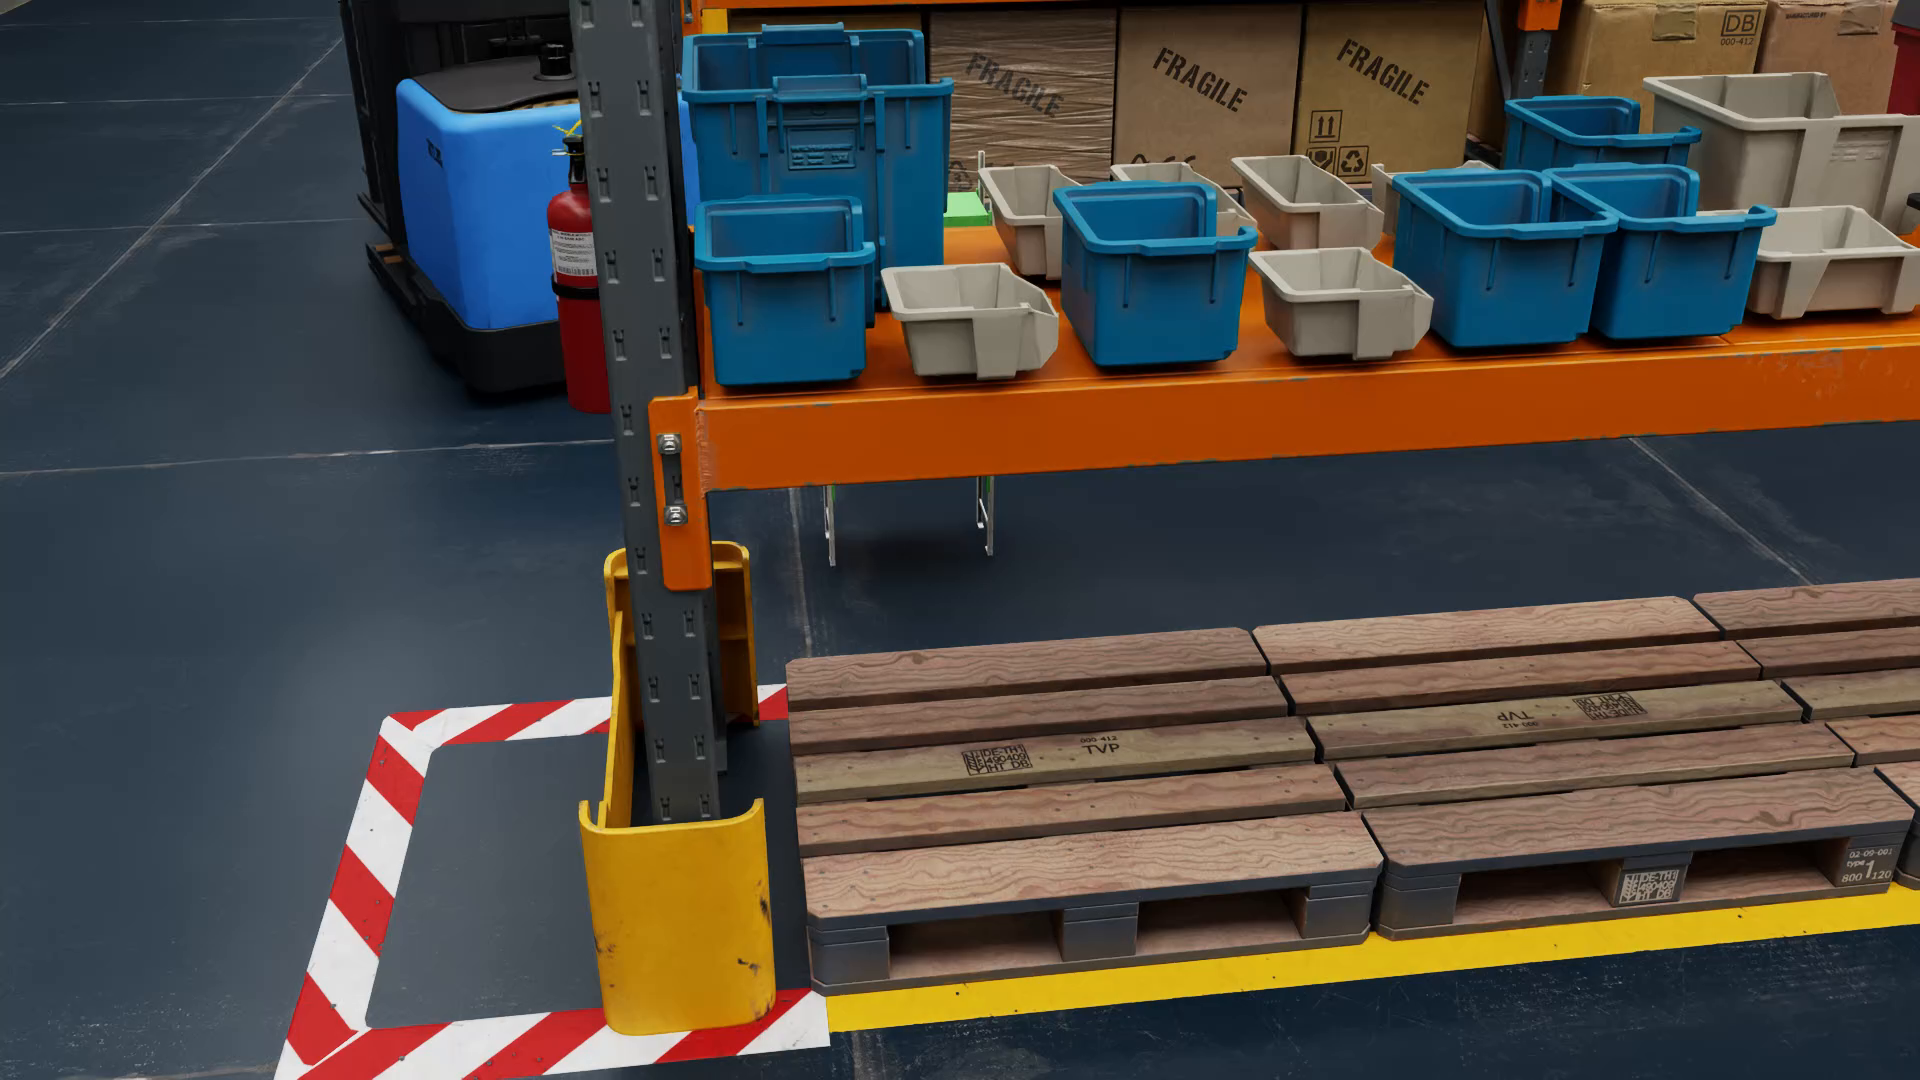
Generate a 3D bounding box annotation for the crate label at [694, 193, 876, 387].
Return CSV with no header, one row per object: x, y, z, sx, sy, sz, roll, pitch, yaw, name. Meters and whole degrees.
-0.309,-0.442,2.944,0.303,0.233,0.416,-4,27,-7,crate label

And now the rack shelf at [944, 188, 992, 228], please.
-0.164,-0.894,4.766,0.480,0.148,0.258,-4,27,-7,rack shelf

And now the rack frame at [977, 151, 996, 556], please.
0.078,-0.539,4.986,0.015,1.200,0.240,-4,27,-7,rack frame

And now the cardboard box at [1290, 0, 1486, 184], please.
2.007,-2.352,8.416,0.875,0.875,0.875,-4,27,-7,cardboard box

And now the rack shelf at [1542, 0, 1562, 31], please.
4.652,-2.924,8.450,4.000,0.370,1.077,-4,27,-7,rack shelf

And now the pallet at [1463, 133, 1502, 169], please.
3.425,-1.959,8.837,1.213,0.211,1.003,-4,27,-7,pallet

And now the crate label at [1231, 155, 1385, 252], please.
0.744,-0.707,3.565,0.243,0.136,0.396,-4,27,-7,crate label

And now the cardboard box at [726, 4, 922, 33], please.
-0.667,-2.181,8.081,0.875,0.875,0.875,-4,27,-7,cardboard box

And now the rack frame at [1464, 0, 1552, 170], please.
2.671,-3.117,8.038,0.127,3.000,1.000,-4,27,-7,rack frame

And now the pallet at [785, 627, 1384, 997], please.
0.223,0.583,3.883,1.213,0.211,1.003,-4,27,-7,pallet

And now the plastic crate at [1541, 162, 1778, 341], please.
1.292,-0.545,3.144,0.300,0.233,0.416,-4,27,-7,plastic crate

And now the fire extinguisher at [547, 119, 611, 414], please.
-0.812,-0.619,3.663,0.183,0.674,0.296,-4,27,-7,fire extinguisher

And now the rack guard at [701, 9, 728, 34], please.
-1.805,-4.003,12.505,0.348,0.500,1.175,-4,27,-7,rack guard

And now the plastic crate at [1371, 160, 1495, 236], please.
1.035,-0.734,3.618,0.250,0.136,0.298,-4,27,-7,plastic crate

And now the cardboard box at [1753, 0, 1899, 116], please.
4.187,-2.465,8.636,0.875,0.875,1.225,-5,28,-9,cardboard box

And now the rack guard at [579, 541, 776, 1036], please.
-0.621,0.496,3.735,0.348,0.500,1.175,-4,27,-7,rack guard

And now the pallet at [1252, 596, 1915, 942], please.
1.428,0.507,4.032,1.213,0.211,1.003,-4,27,-7,pallet

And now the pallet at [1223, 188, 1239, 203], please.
0.697,-1.784,8.495,1.213,0.211,1.003,-4,27,-7,pallet

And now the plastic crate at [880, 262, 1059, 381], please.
0.020,-0.382,2.932,0.298,0.136,0.250,-4,27,-7,plastic crate

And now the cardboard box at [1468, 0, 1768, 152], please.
3.302,-2.408,8.524,0.875,0.875,1.225,-4,27,-7,cardboard box

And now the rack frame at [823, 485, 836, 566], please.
-0.406,-0.508,4.925,0.015,1.200,0.240,-4,27,-7,rack frame

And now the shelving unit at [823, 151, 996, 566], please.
-0.164,-0.523,4.956,0.503,1.200,0.258,-4,27,-7,shelving unit

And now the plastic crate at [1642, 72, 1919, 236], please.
1.824,-0.838,3.661,0.530,0.282,0.437,-4,27,-7,plastic crate

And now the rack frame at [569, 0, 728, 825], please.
-0.600,-0.623,3.179,0.127,3.000,1.000,-4,27,-7,rack frame

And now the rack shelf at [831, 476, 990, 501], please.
-0.164,-0.253,5.094,0.480,0.148,0.258,-4,27,-7,rack shelf

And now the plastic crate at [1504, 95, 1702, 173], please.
1.398,-0.822,3.684,0.300,0.233,0.416,-4,27,-7,plastic crate

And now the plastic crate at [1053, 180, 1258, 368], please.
0.343,-0.484,3.025,0.300,0.233,0.416,-4,27,-7,plastic crate

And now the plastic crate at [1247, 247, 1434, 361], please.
0.692,-0.425,3.017,0.298,0.136,0.250,-4,27,-7,plastic crate

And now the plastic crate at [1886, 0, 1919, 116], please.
2.442,-0.989,3.756,0.583,0.464,0.402,-4,27,-7,plastic crate

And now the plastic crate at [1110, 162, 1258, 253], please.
0.472,-0.678,3.509,0.243,0.136,0.396,-4,27,-7,plastic crate

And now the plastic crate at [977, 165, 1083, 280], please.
0.183,-0.666,3.486,0.243,0.136,0.396,-4,27,-7,plastic crate

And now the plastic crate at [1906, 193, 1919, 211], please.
2.291,-0.589,3.348,0.590,0.125,0.437,-4,27,-7,plastic crate

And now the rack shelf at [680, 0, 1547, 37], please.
0.691,-2.669,7.955,4.000,0.370,1.077,-4,27,-7,rack shelf

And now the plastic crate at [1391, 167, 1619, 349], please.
0.995,-0.526,3.107,0.300,0.233,0.416,-4,27,-7,plastic crate

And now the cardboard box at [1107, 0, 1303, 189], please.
1.115,-2.295,8.304,0.875,0.875,0.875,-4,27,-7,cardboard box

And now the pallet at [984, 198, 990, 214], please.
-0.509,-1.708,8.347,1.213,0.211,1.003,-4,27,-7,pallet

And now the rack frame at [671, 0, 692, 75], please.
-1.290,-2.862,7.542,0.127,3.000,1.000,-4,27,-7,rack frame

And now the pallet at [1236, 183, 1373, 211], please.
1.908,-1.863,8.649,1.213,0.211,1.003,-4,27,-7,pallet

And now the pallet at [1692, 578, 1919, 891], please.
2.639,0.427,4.186,1.213,0.211,1.003,-4,27,-7,pallet

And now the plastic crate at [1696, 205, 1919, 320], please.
1.679,-0.540,3.240,0.466,0.136,0.293,-4,27,-7,plastic crate

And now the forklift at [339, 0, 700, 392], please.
-2.034,-2.491,6.893,1.130,2.935,3.031,-14,30,-25,forklift

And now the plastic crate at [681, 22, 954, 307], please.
-0.294,-0.771,3.363,0.499,0.435,0.616,-4,27,-7,plastic crate

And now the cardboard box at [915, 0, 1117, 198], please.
0.234,-2.238,8.194,0.875,0.875,0.875,-4,27,-7,cardboard box

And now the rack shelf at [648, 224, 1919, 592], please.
1.381,-0.430,3.591,4.000,0.370,1.077,-4,27,-7,rack shelf
